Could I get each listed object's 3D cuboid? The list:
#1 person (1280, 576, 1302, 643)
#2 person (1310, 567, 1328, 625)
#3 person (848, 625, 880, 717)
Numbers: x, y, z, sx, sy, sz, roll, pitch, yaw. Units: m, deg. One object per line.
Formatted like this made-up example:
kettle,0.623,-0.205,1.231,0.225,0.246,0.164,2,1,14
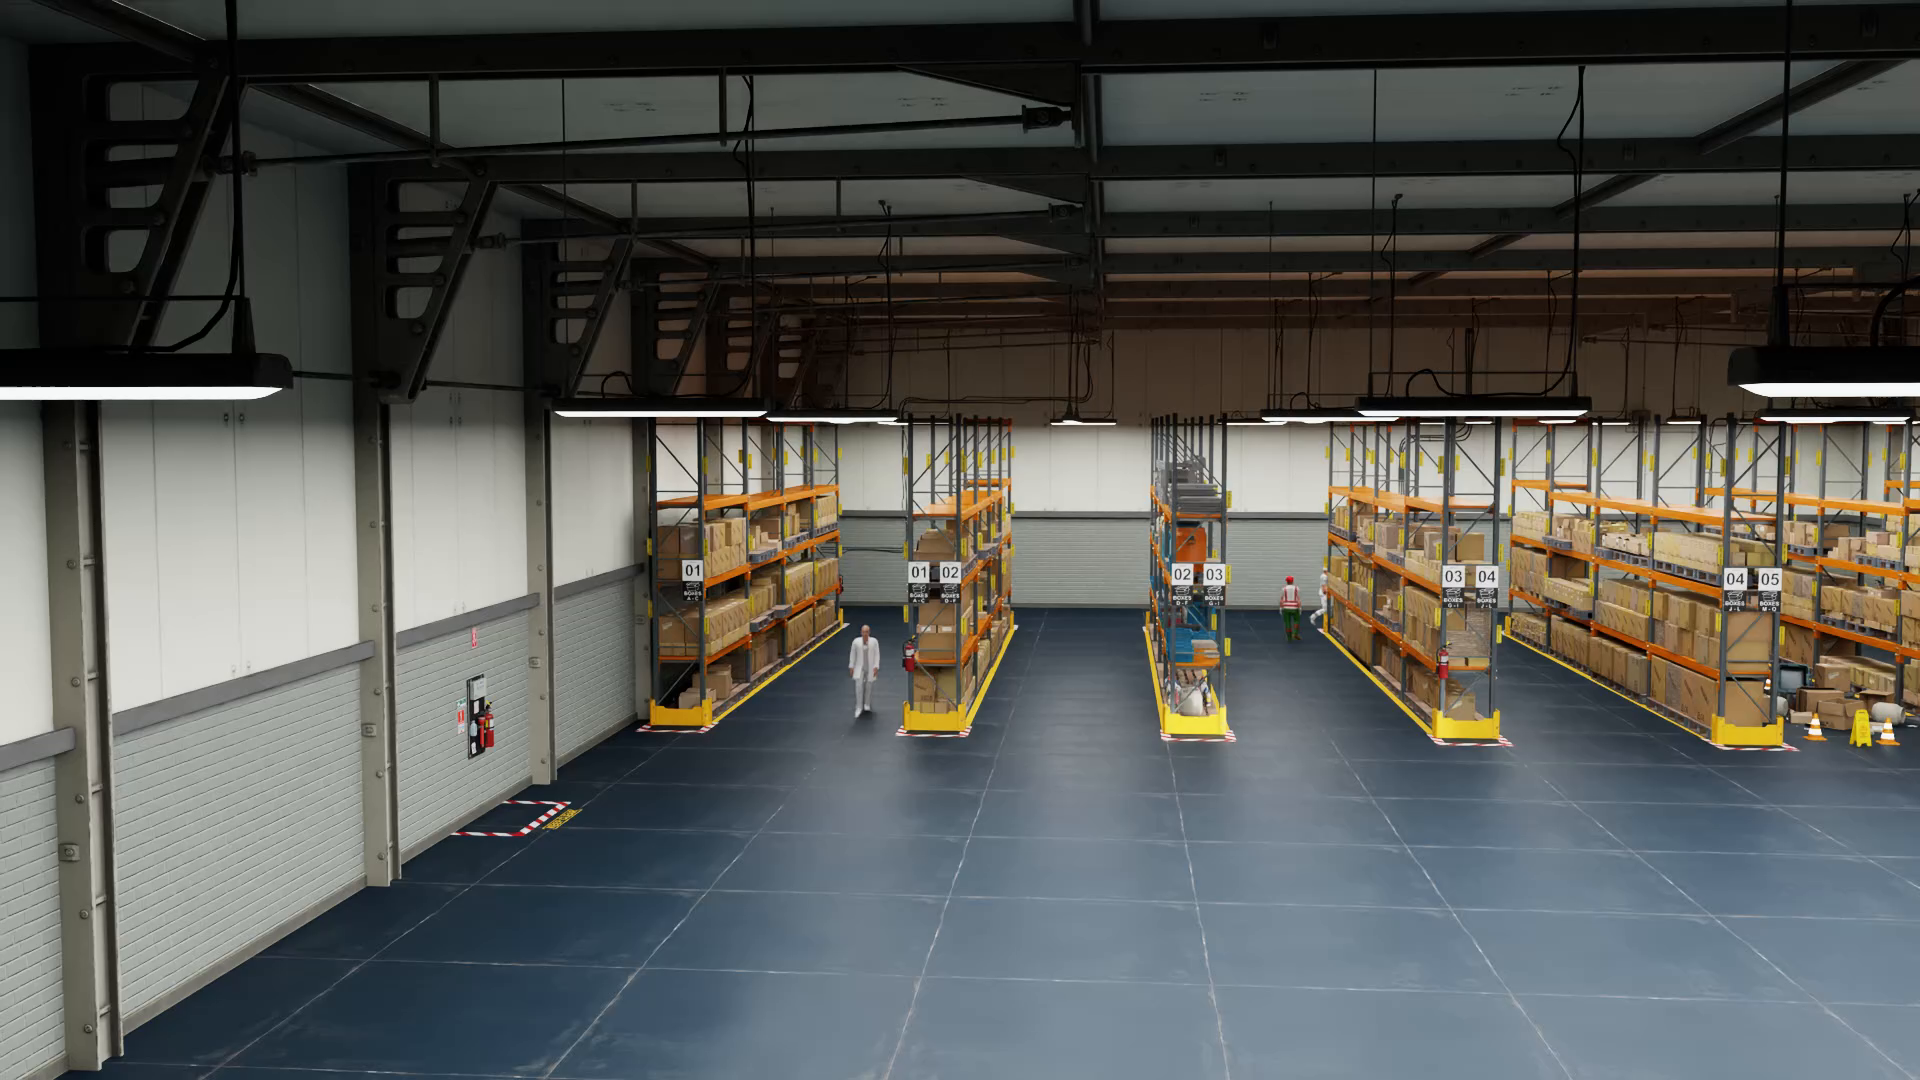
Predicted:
person,8.836,1.848,44.424,0.578,1.789,0.519,0,4,5
person,10.425,1.616,47.773,0.720,1.782,0.612,1,4,16
person,-1.911,2.596,33.317,0.619,1.766,0.926,-1,4,-9
